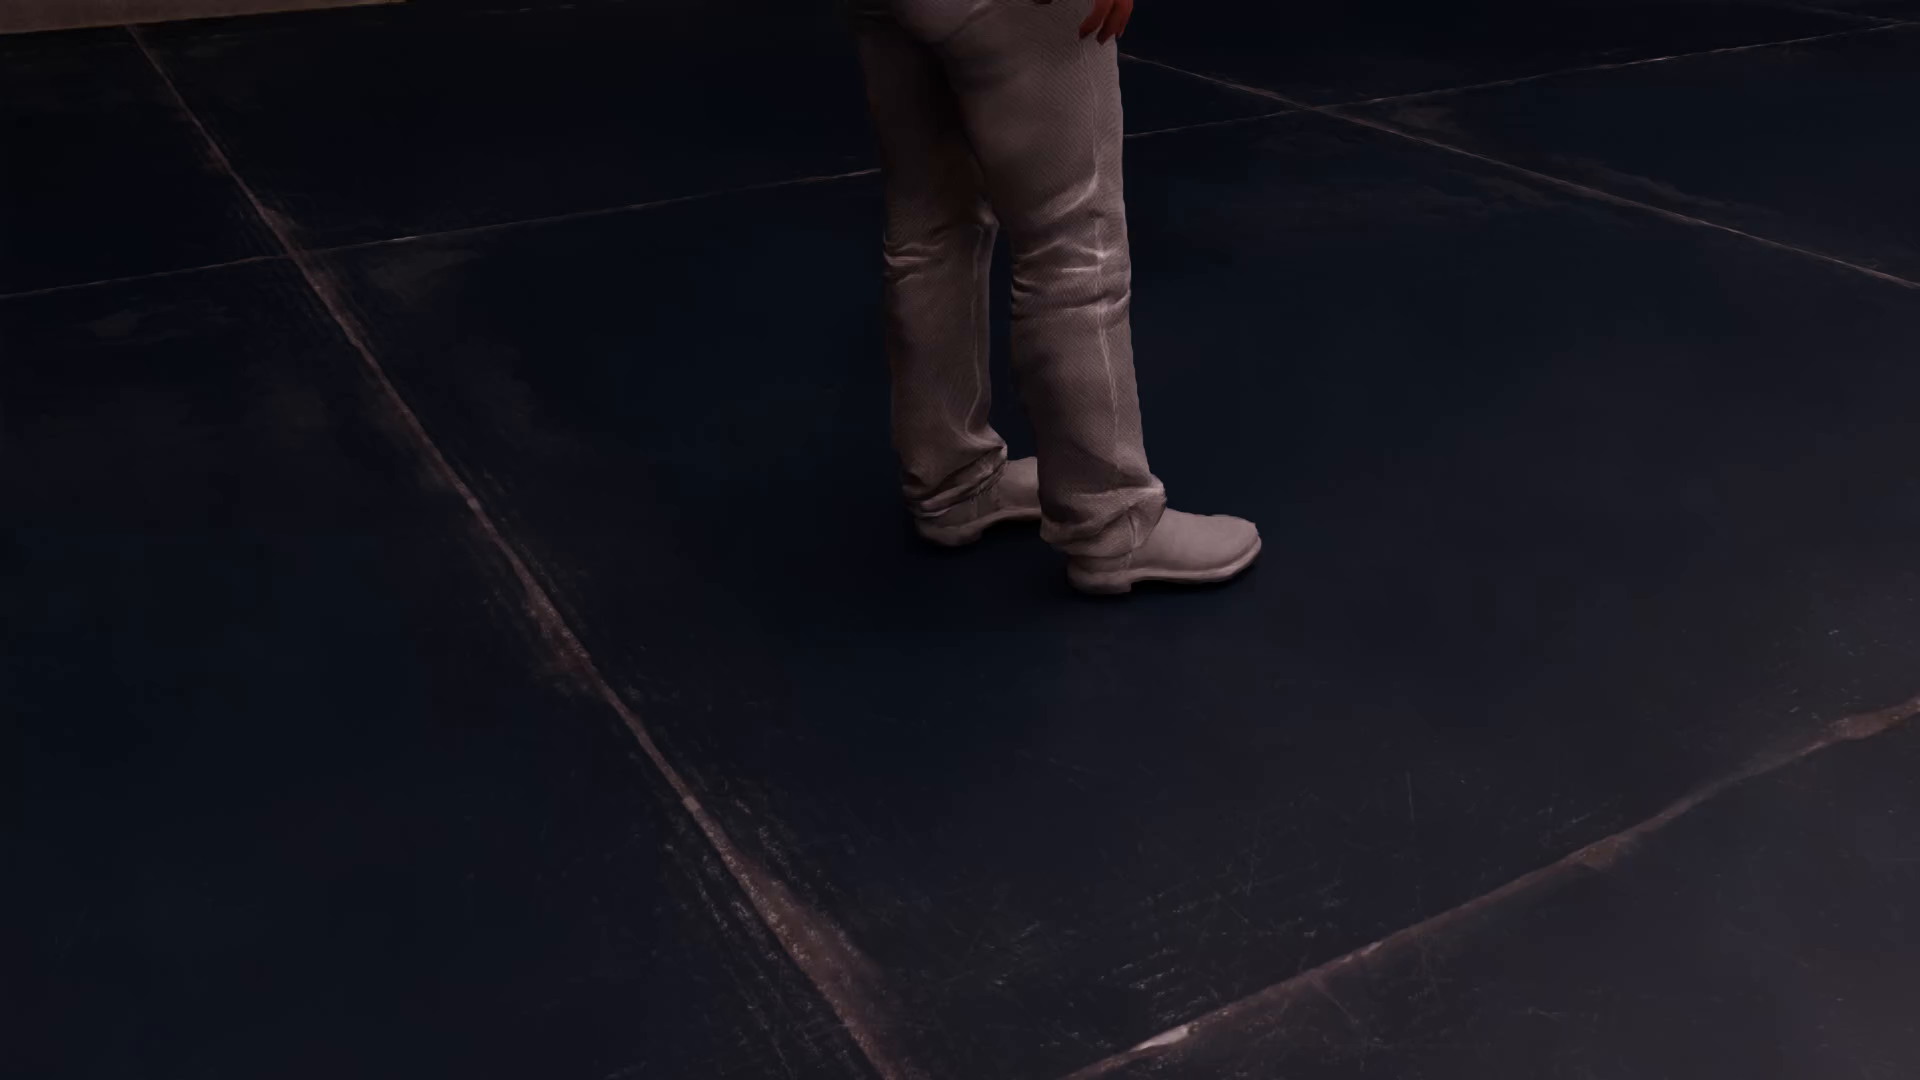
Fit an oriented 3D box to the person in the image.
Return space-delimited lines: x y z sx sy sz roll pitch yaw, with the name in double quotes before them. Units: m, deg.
"person" 0.058 -0.809 2.117 0.567 1.773 0.632 -15 30 -26
